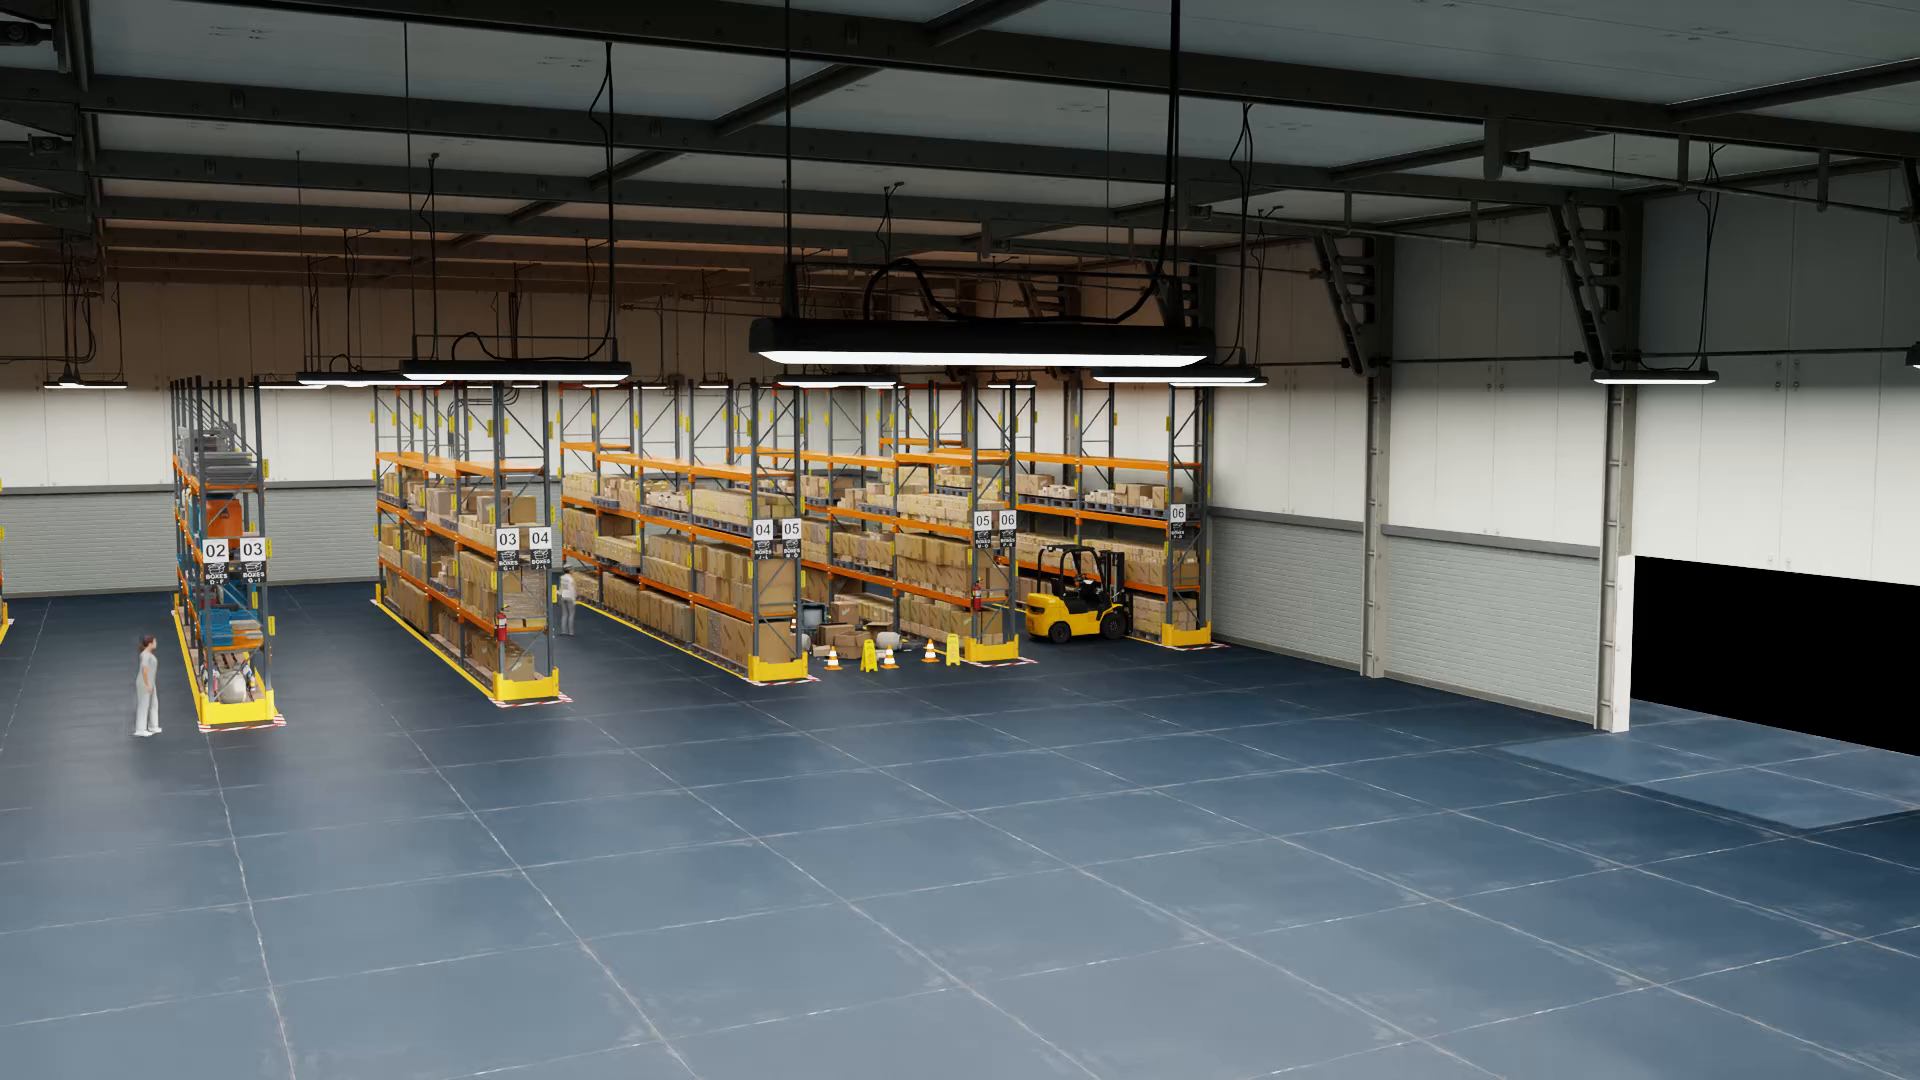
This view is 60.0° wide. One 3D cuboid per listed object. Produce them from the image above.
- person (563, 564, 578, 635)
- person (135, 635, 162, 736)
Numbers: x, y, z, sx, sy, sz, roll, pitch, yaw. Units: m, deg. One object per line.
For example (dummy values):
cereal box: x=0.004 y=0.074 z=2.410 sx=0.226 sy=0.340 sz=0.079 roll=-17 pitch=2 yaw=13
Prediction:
person: x=-9.171 y=1.393 z=39.206 sx=0.484 sy=1.690 sz=0.356 roll=4 pitch=7 yaw=39
person: x=-13.605 y=2.421 z=27.840 sx=0.383 sy=1.681 sz=0.526 roll=-1 pitch=5 yaw=-9
